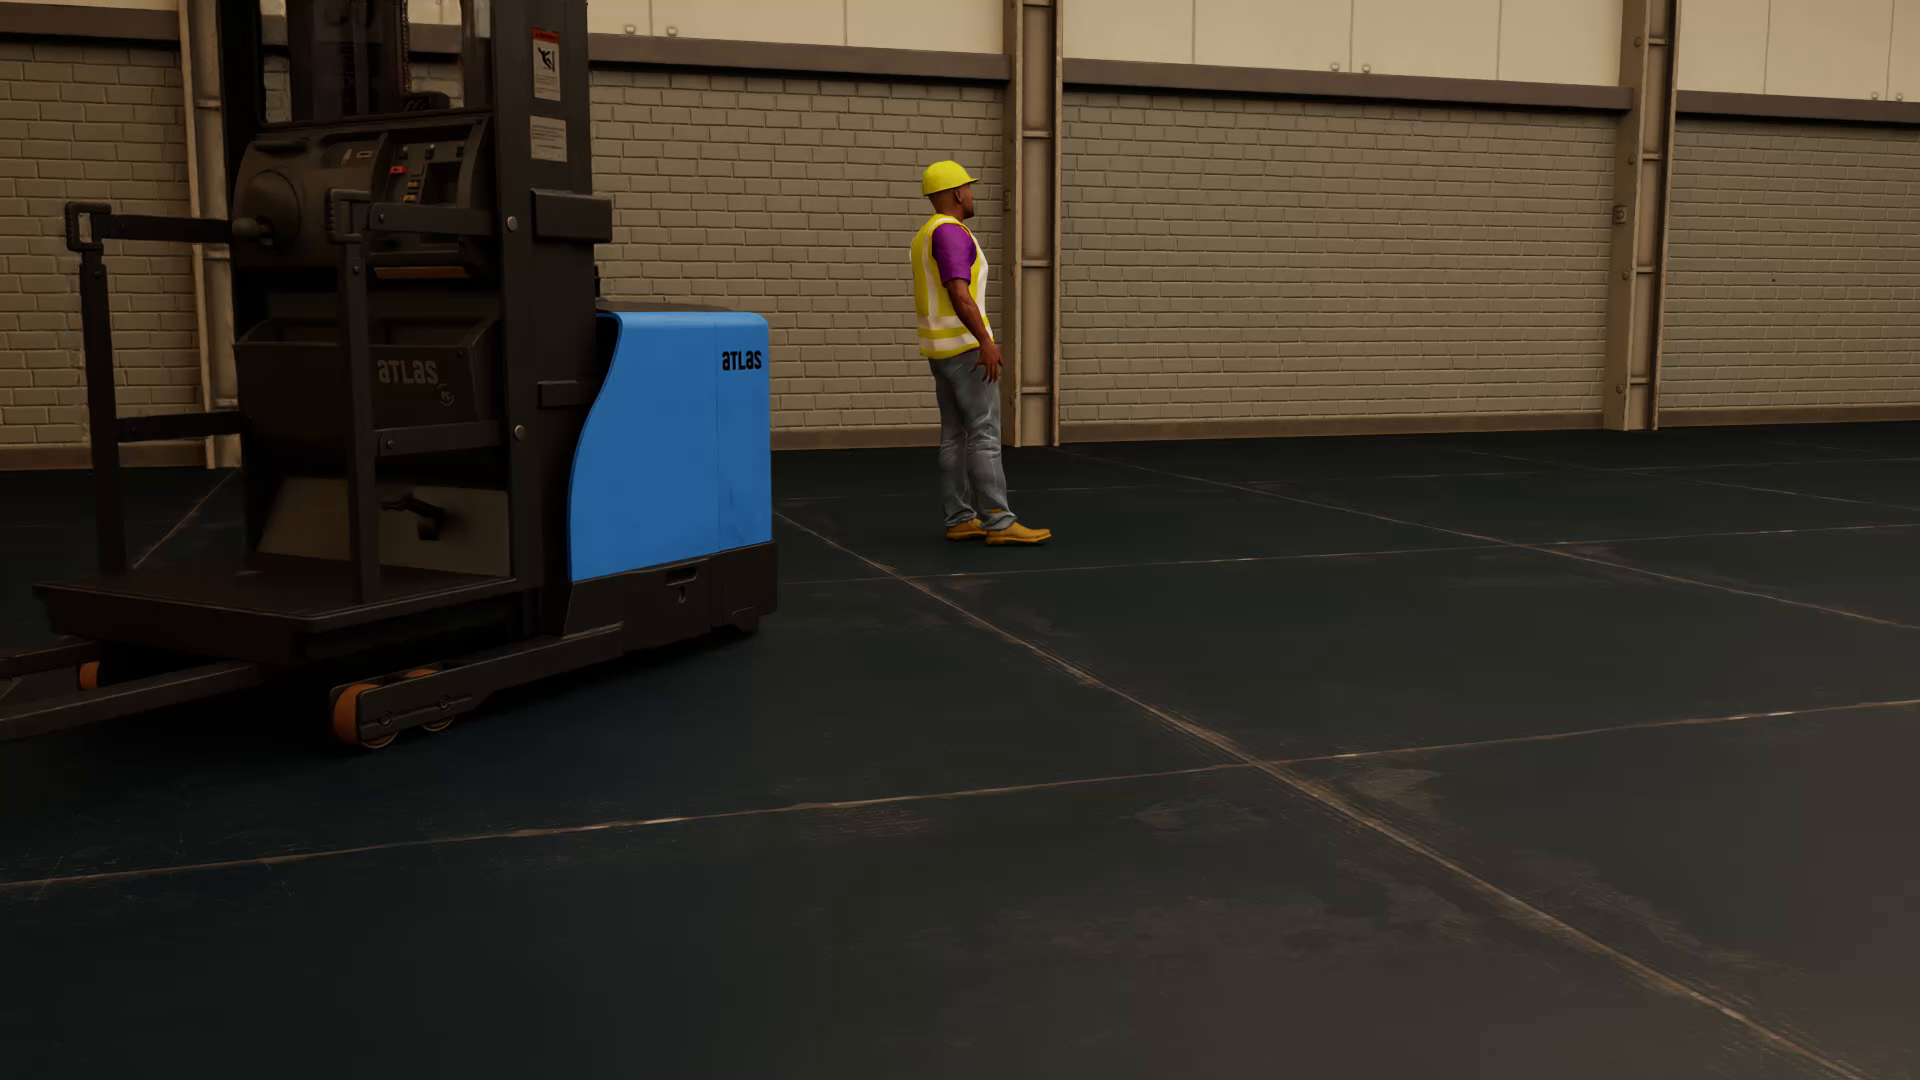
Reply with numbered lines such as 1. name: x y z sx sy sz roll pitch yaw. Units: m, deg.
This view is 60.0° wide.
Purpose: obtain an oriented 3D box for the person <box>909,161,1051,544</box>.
1. person: 0.068 -0.885 7.819 0.577 1.765 0.665 -3 8 -18

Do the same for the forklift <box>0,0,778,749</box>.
1. forklift: -1.769 -1.003 4.422 1.130 2.935 3.031 4 9 28
